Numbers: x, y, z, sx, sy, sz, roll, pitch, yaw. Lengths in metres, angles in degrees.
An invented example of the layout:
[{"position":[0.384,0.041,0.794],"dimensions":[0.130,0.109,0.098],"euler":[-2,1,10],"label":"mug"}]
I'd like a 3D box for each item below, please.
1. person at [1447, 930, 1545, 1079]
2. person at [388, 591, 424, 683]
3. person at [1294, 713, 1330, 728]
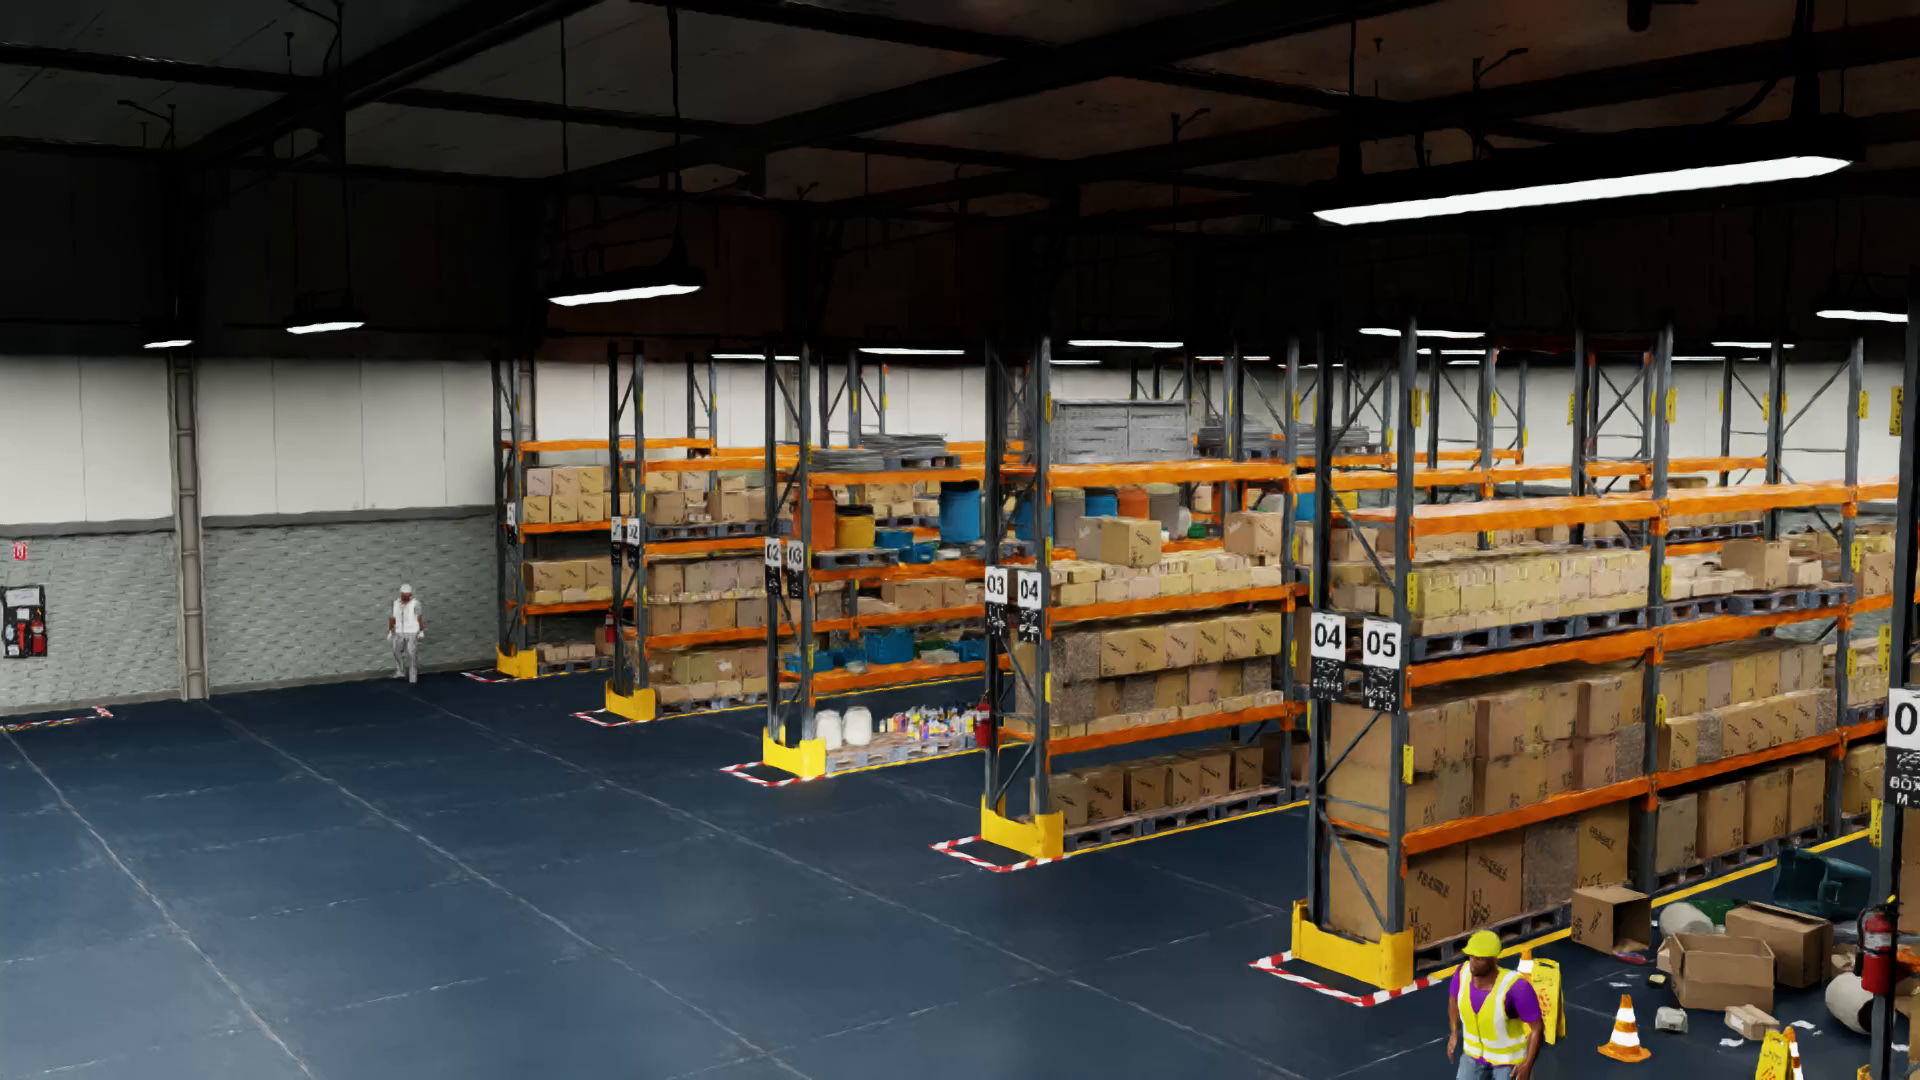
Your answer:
[{"position":[3.466,3.366,10.864],"dimensions":[0.578,1.714,0.719],"euler":[-4,6,-38],"label":"person"},{"position":[-10.020,1.675,29.906],"dimensions":[0.734,1.743,0.498],"euler":[1,5,9],"label":"person"},{"position":[4.961,2.274,23.874],"dimensions":[1.116,1.546,0.423],"euler":[-4,6,-38],"label":"person"}]
